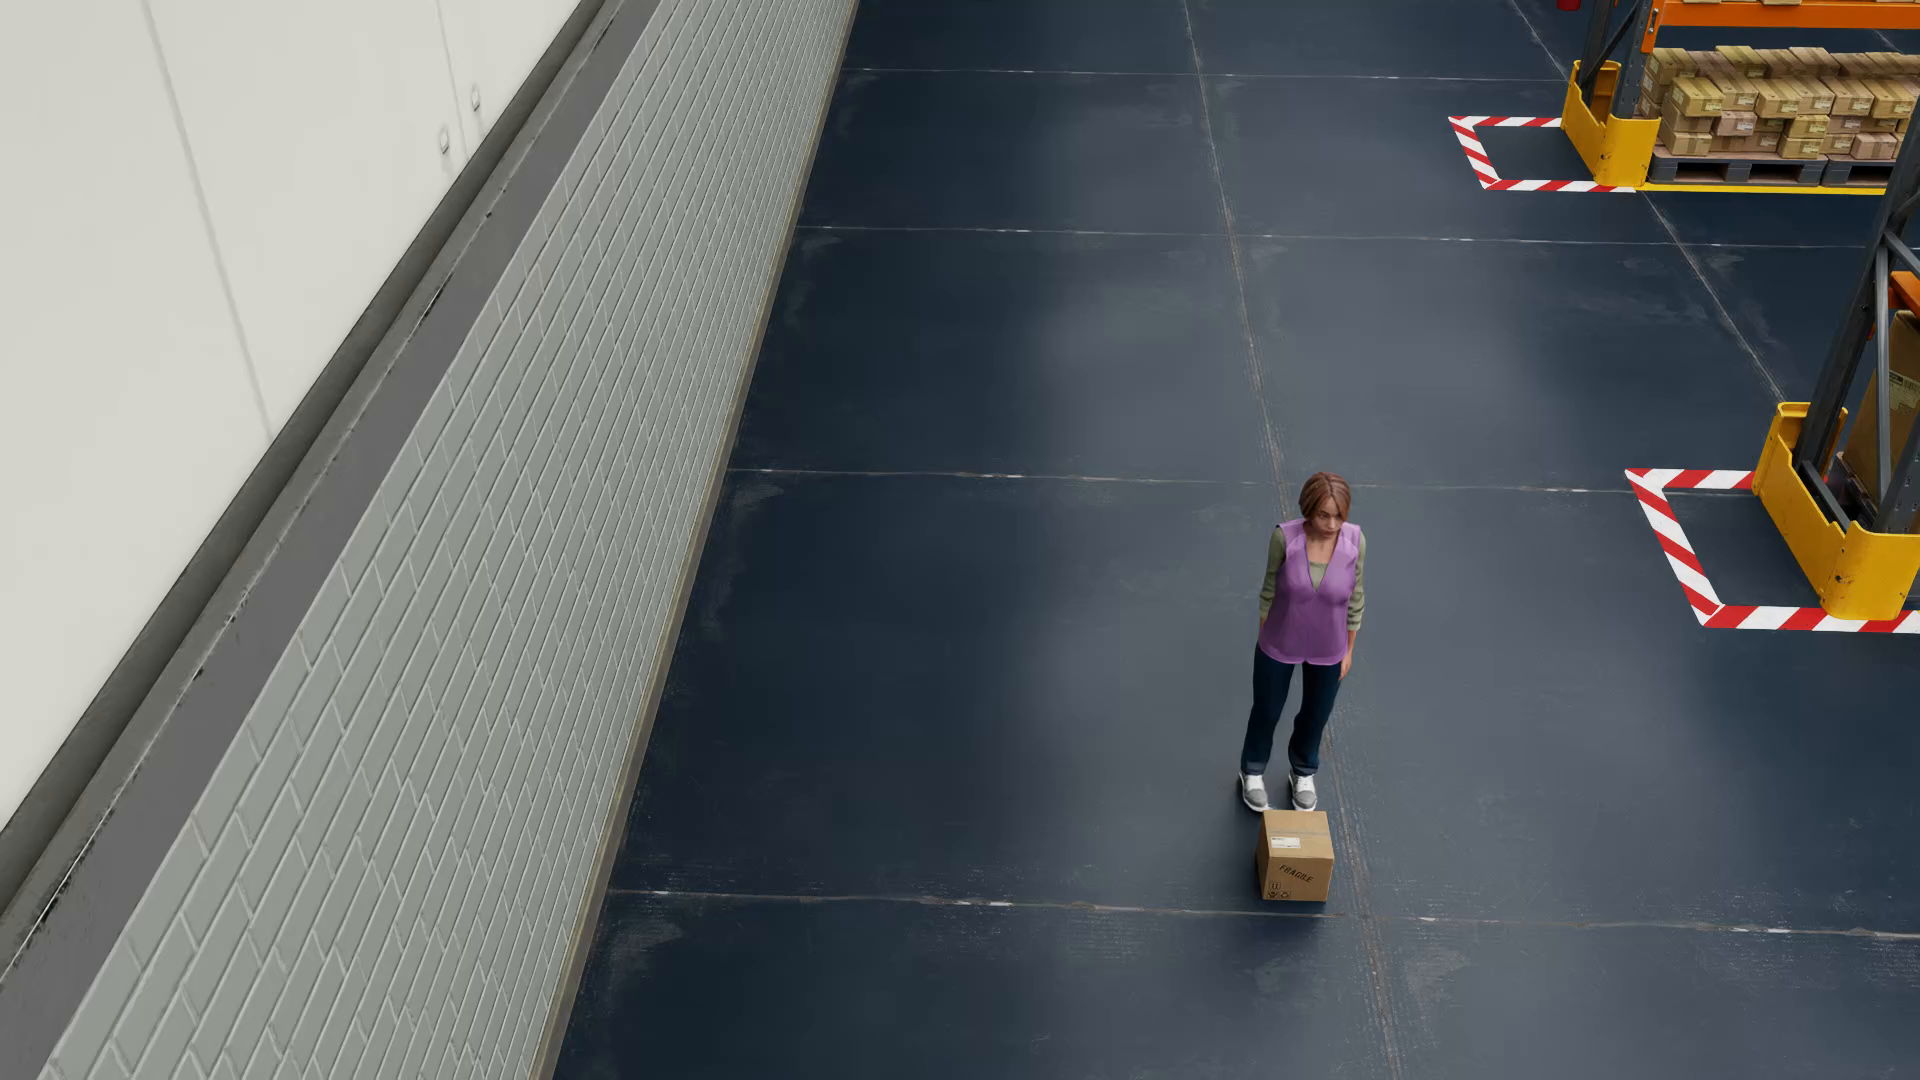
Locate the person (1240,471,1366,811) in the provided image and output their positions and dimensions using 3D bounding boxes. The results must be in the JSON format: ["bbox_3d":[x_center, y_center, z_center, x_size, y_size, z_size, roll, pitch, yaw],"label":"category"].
[{"bbox_3d":[1.360,0.419,6.548,0.405,1.597,0.307,2,36,3],"label":"person"}]
